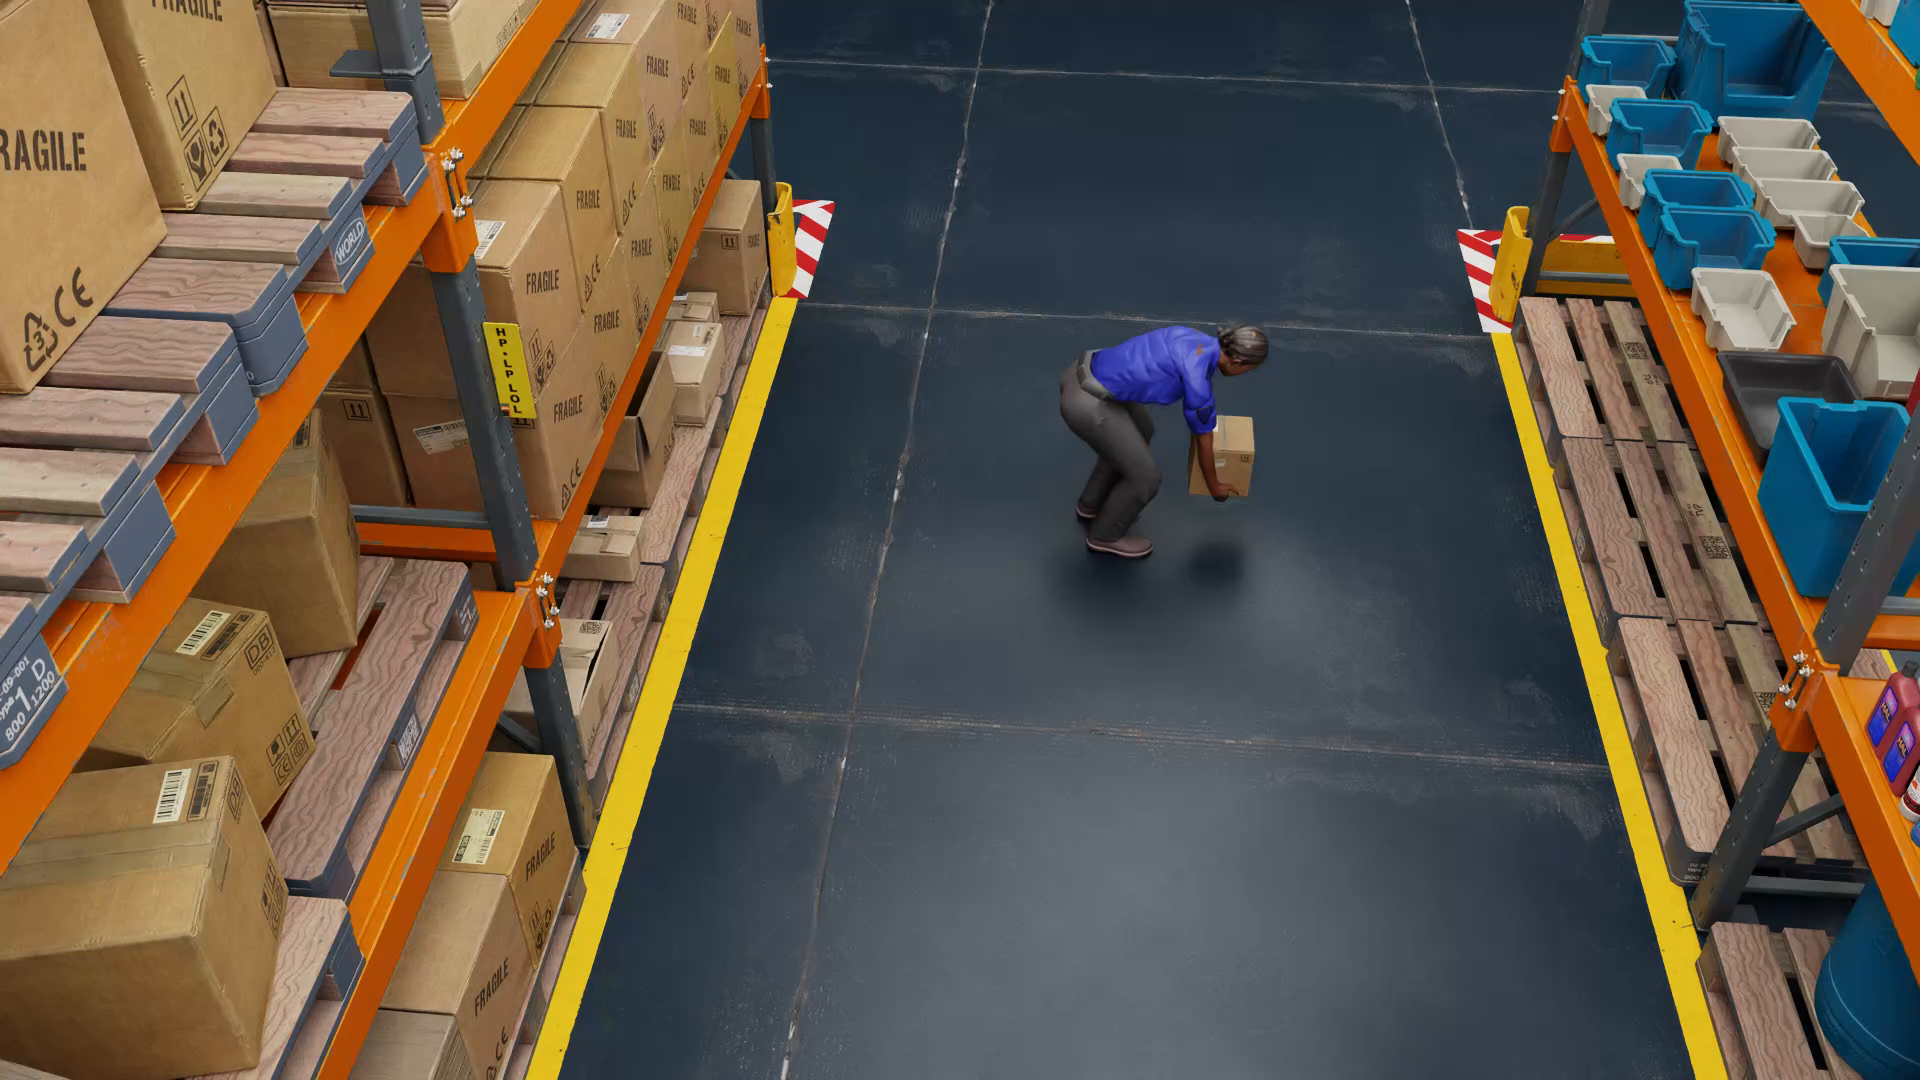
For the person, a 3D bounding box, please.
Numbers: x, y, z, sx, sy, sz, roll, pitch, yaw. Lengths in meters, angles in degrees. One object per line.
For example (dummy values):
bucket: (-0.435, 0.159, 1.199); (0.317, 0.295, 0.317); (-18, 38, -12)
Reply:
person: (0.840, -0.449, 7.122); (0.850, 1.104, 0.443); (2, 40, 2)
